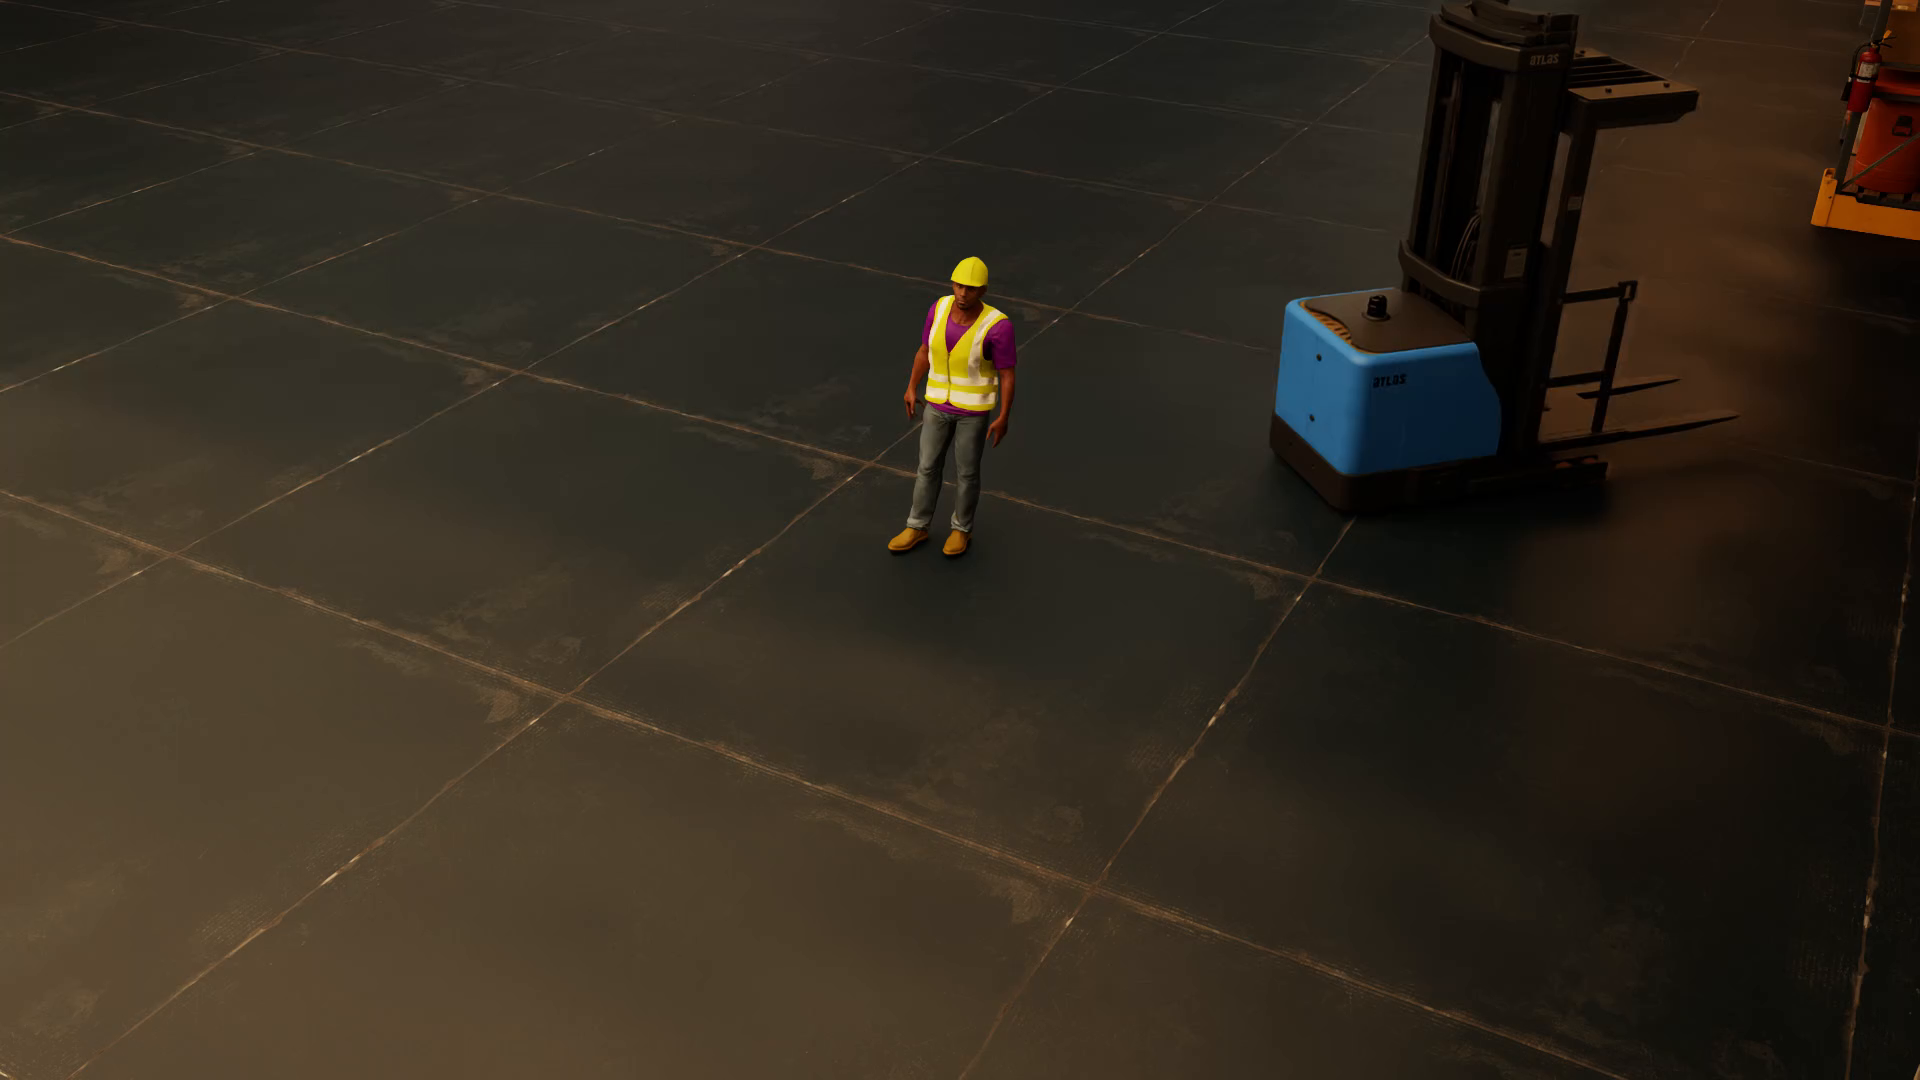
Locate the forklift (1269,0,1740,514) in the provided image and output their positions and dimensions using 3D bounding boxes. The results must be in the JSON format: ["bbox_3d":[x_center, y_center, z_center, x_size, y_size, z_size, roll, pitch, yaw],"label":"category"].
[{"bbox_3d":[3.611,-1.841,10.261,3.031,2.935,1.130,-9,31,-15],"label":"forklift"}]

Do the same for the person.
[{"bbox_3d":[-0.039,-0.742,9.507,0.665,1.768,0.575,15,33,25],"label":"person"}]
